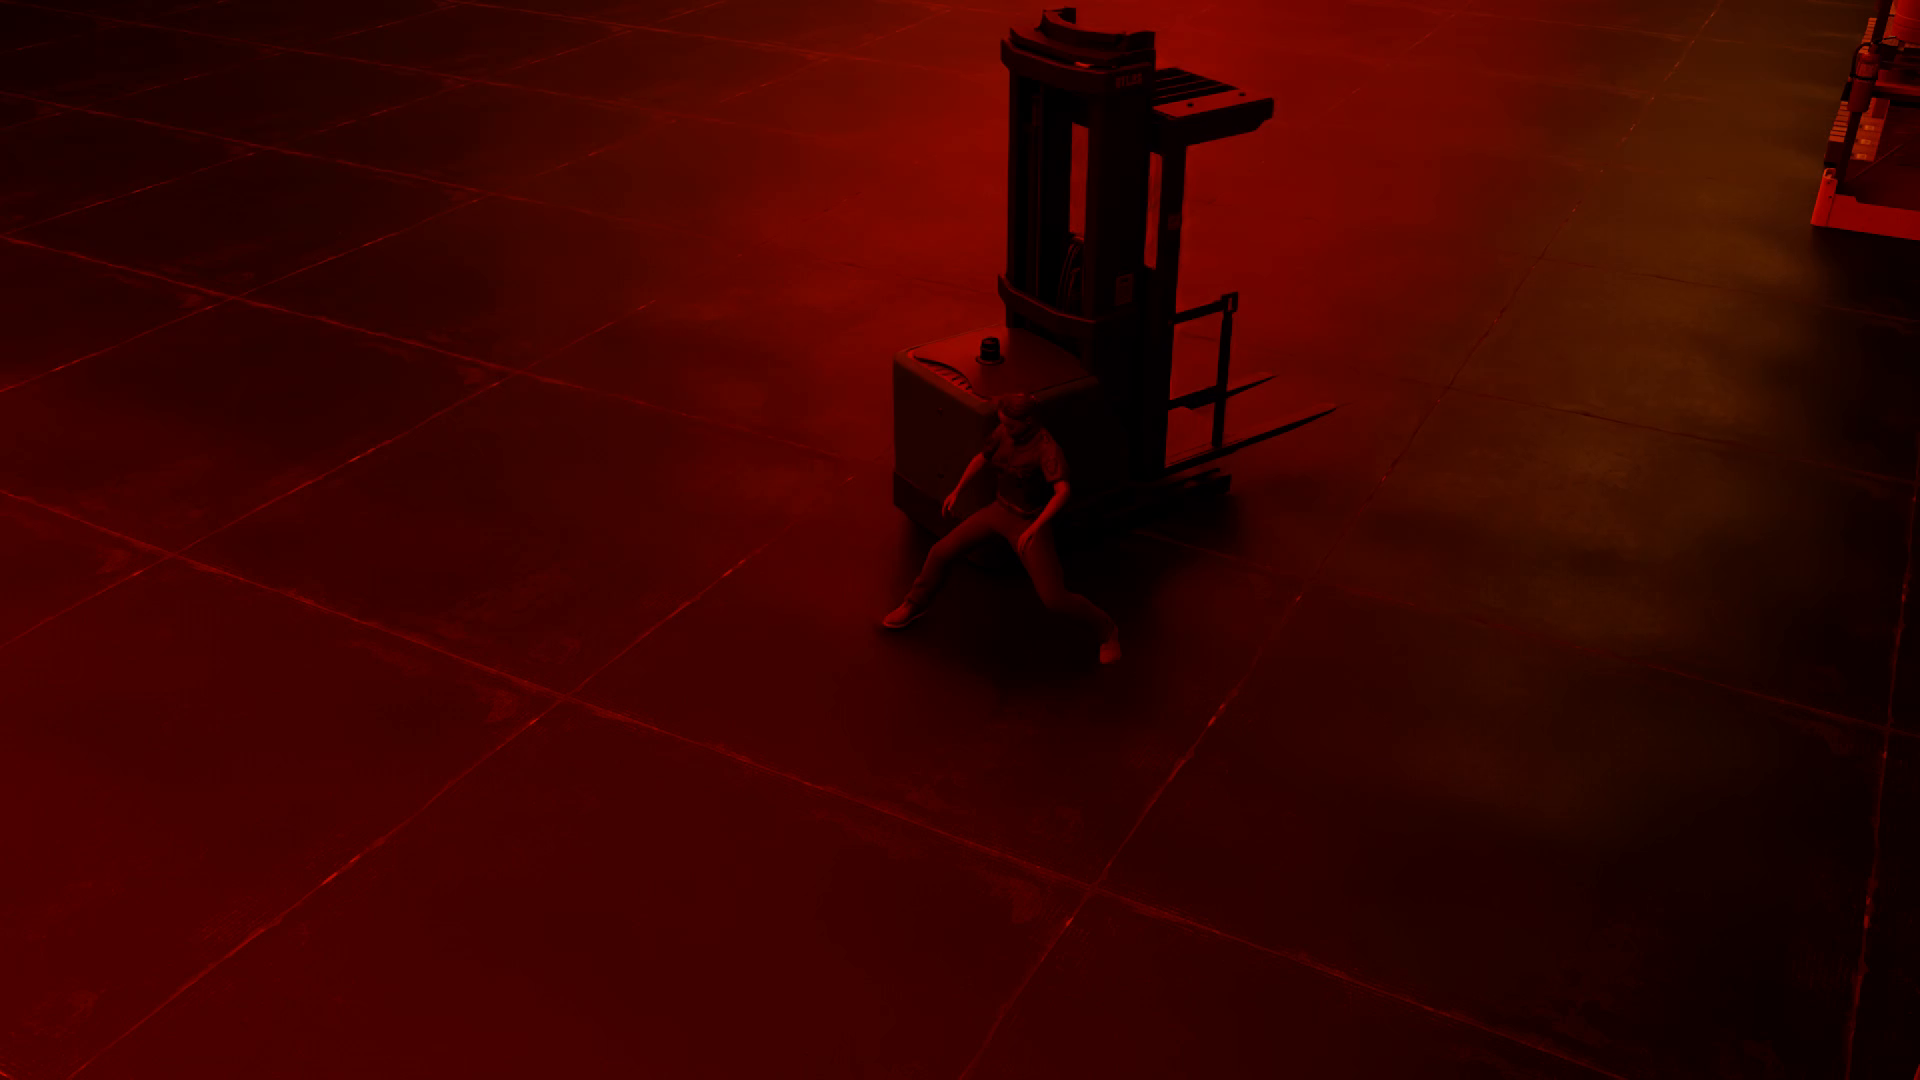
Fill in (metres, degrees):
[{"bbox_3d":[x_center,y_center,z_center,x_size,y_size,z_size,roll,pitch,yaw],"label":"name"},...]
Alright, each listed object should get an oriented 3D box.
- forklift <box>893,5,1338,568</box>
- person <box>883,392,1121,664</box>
[{"bbox_3d":[1.090,-1.672,9.968,3.031,2.935,1.130,-19,35,-30],"label":"forklift"},{"bbox_3d":[0.251,-0.070,8.704,0.964,1.492,1.060,-21,36,-32],"label":"person"}]
